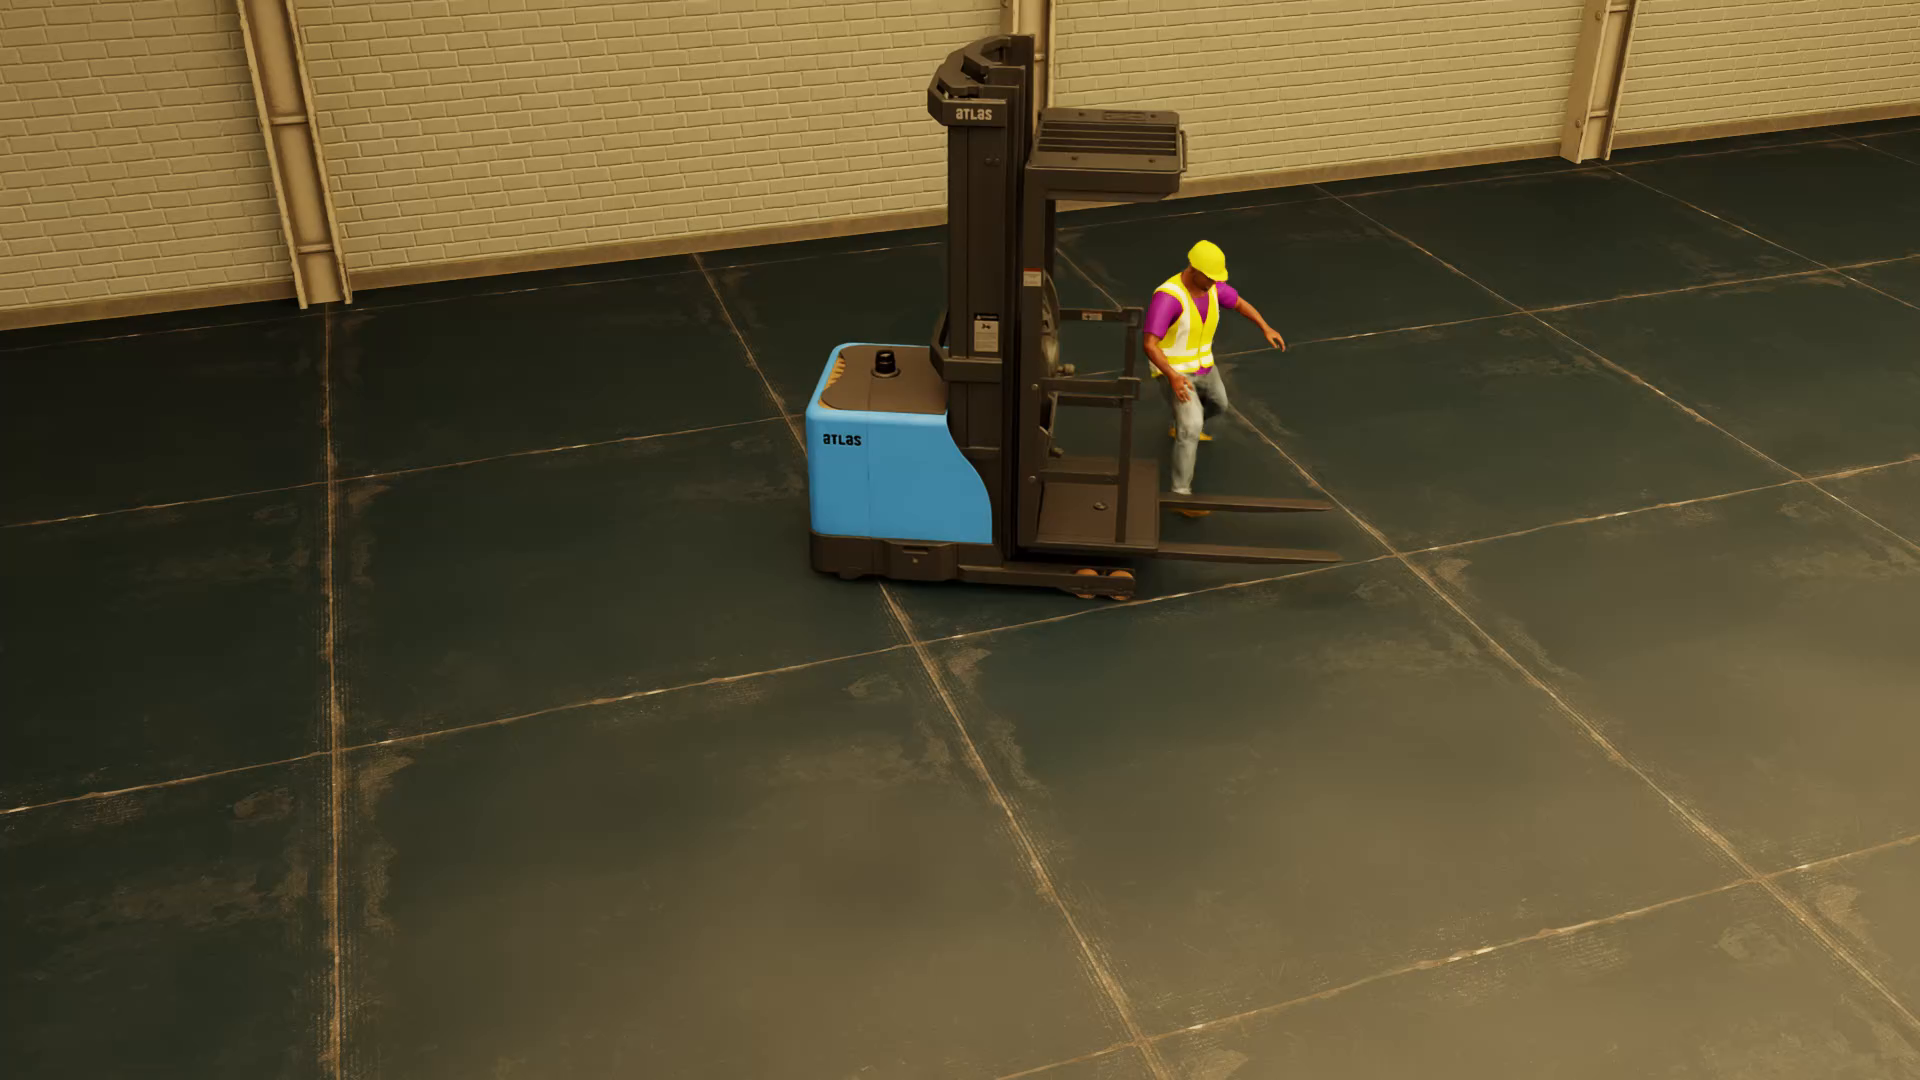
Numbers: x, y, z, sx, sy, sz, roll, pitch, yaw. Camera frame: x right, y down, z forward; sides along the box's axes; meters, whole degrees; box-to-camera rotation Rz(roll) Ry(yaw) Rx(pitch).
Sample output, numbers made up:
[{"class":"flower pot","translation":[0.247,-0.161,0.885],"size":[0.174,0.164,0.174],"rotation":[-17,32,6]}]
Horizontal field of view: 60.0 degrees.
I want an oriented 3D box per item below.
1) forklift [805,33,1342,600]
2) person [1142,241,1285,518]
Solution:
[{"class":"forklift","translation":[0.685,-1.209,9.188],"size":[3.031,2.935,1.130],"rotation":[3,30,5]},{"class":"person","translation":[1.520,-1.088,10.382],"size":[1.055,1.606,0.987],"rotation":[-25,38,-36]}]
